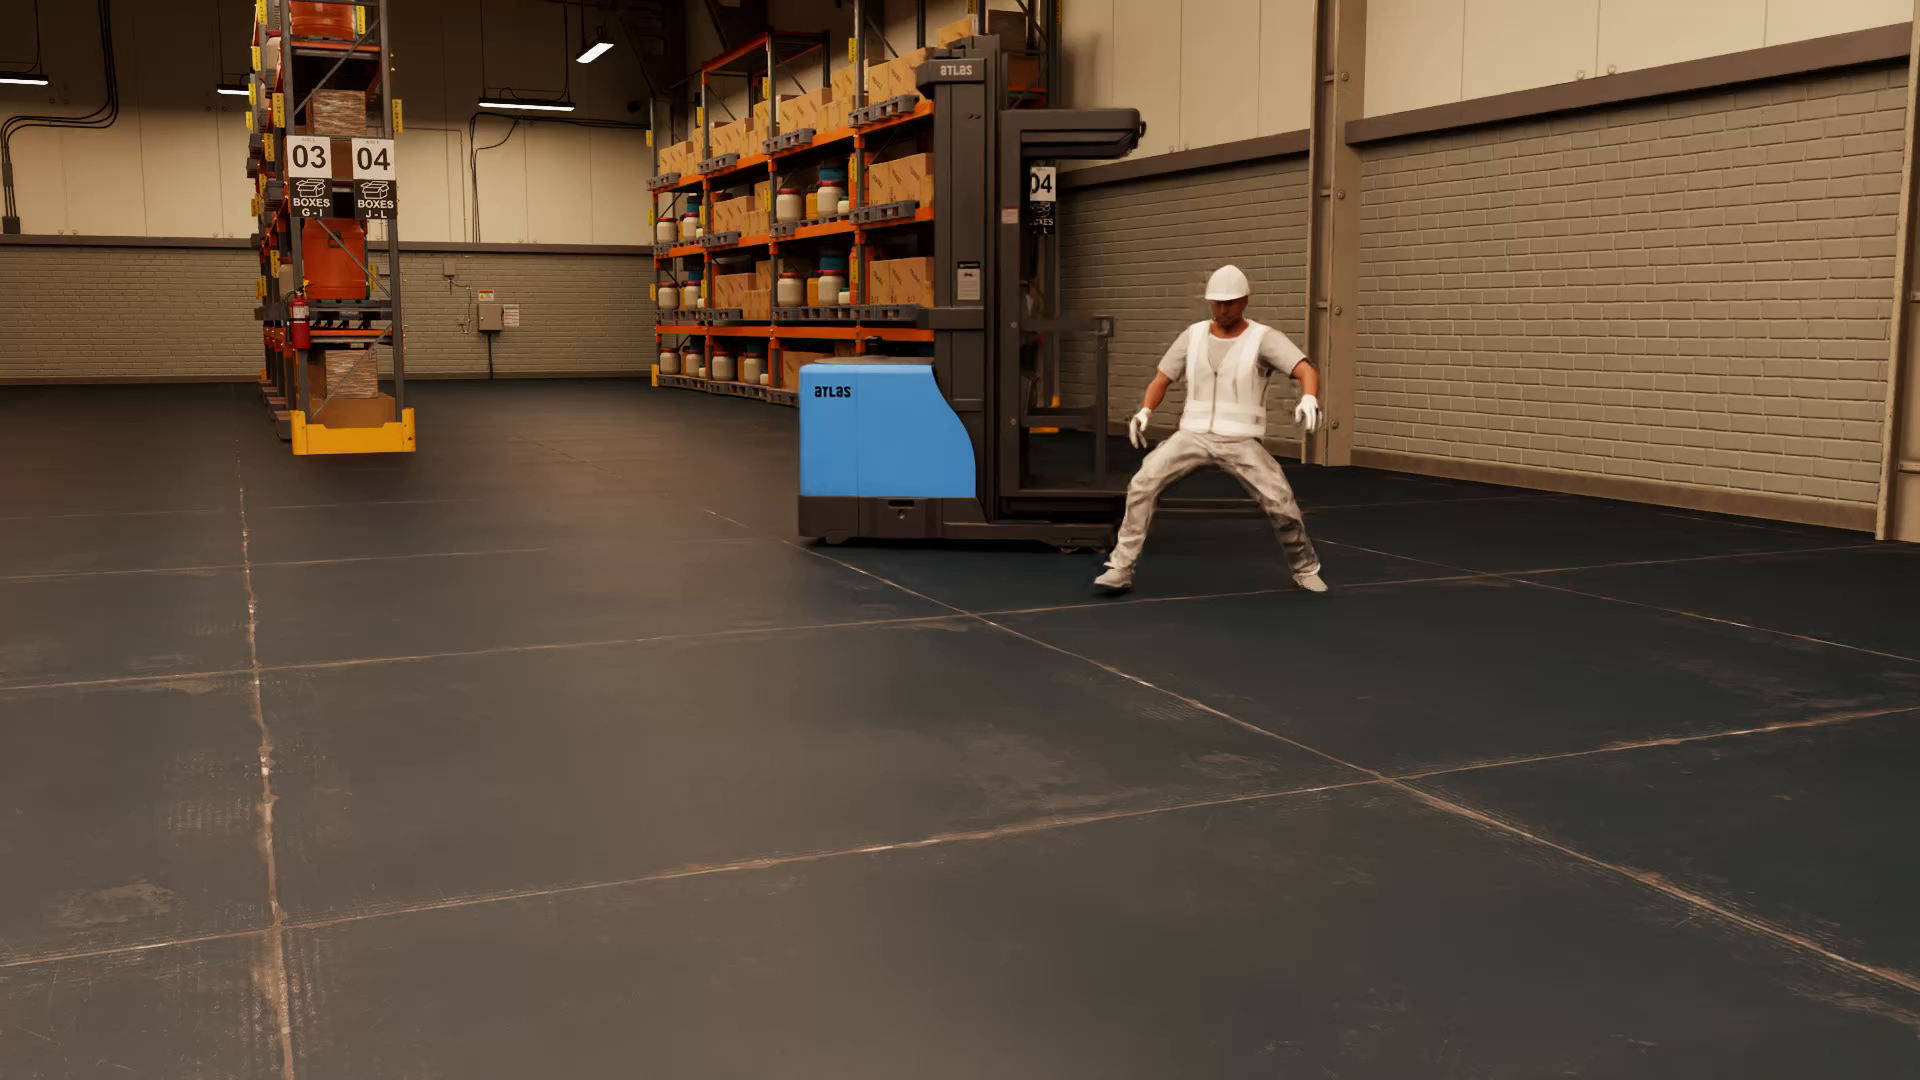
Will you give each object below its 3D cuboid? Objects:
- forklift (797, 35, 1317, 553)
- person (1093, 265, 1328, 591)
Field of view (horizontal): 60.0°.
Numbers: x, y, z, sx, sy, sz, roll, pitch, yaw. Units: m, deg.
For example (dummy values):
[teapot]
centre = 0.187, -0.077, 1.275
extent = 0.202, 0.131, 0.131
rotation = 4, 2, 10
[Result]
[forklift]
centre = 0.590, -1.450, 9.940
extent = 3.031, 2.935, 1.130
rotation = 1, 8, 5
[person]
centre = 1.294, -0.517, 8.132
extent = 1.051, 1.635, 0.952
rotation = 4, 8, 26
